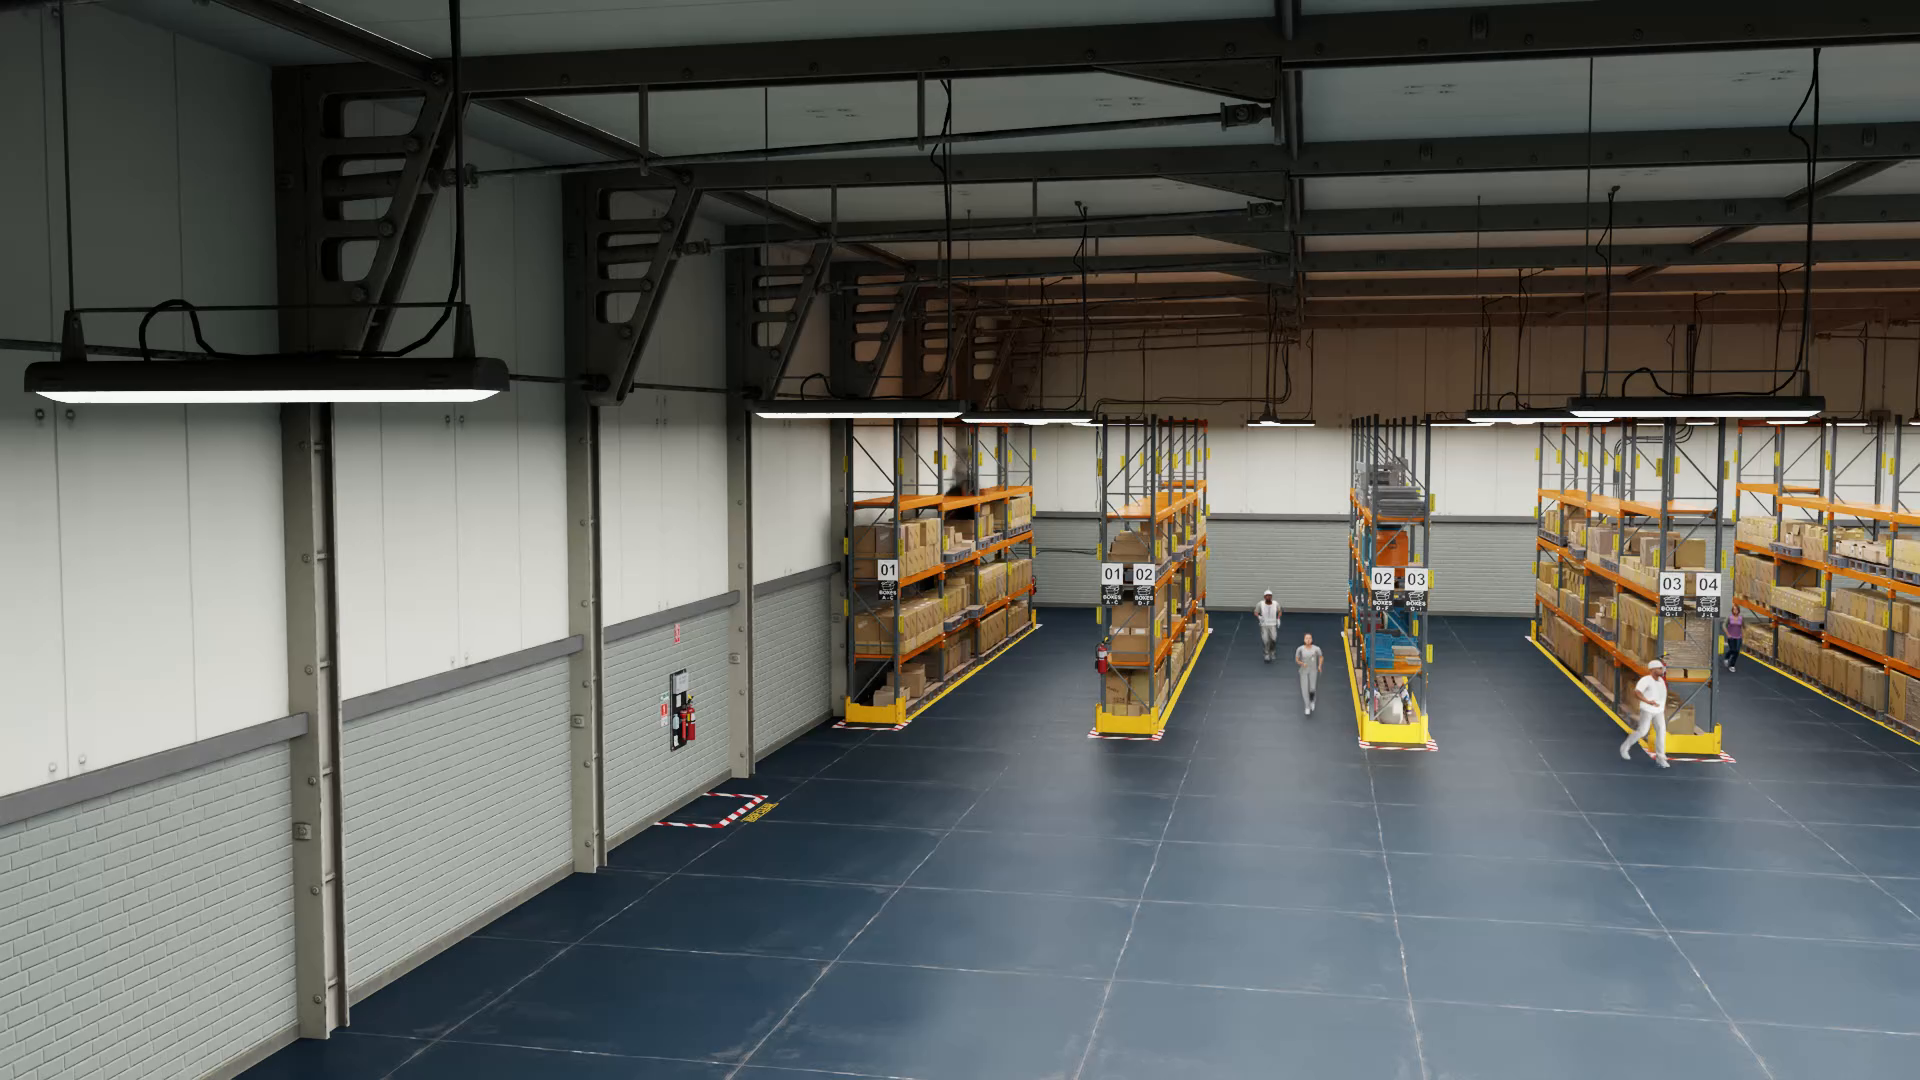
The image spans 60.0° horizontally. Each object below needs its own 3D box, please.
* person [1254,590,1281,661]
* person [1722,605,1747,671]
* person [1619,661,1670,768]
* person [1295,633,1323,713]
[{"bbox_3d":[7.581,2.116,40.920,0.676,1.760,0.639,0,4,6],"label":"person"},{"bbox_3d":[18.354,2.335,39.379,0.525,1.554,0.562,1,4,12],"label":"person"},{"bbox_3d":[11.874,2.943,28.457,0.758,1.758,0.951,-2,4,-26],"label":"person"},{"bbox_3d":[7.001,2.679,33.370,0.550,1.633,0.571,1,4,14],"label":"person"}]
